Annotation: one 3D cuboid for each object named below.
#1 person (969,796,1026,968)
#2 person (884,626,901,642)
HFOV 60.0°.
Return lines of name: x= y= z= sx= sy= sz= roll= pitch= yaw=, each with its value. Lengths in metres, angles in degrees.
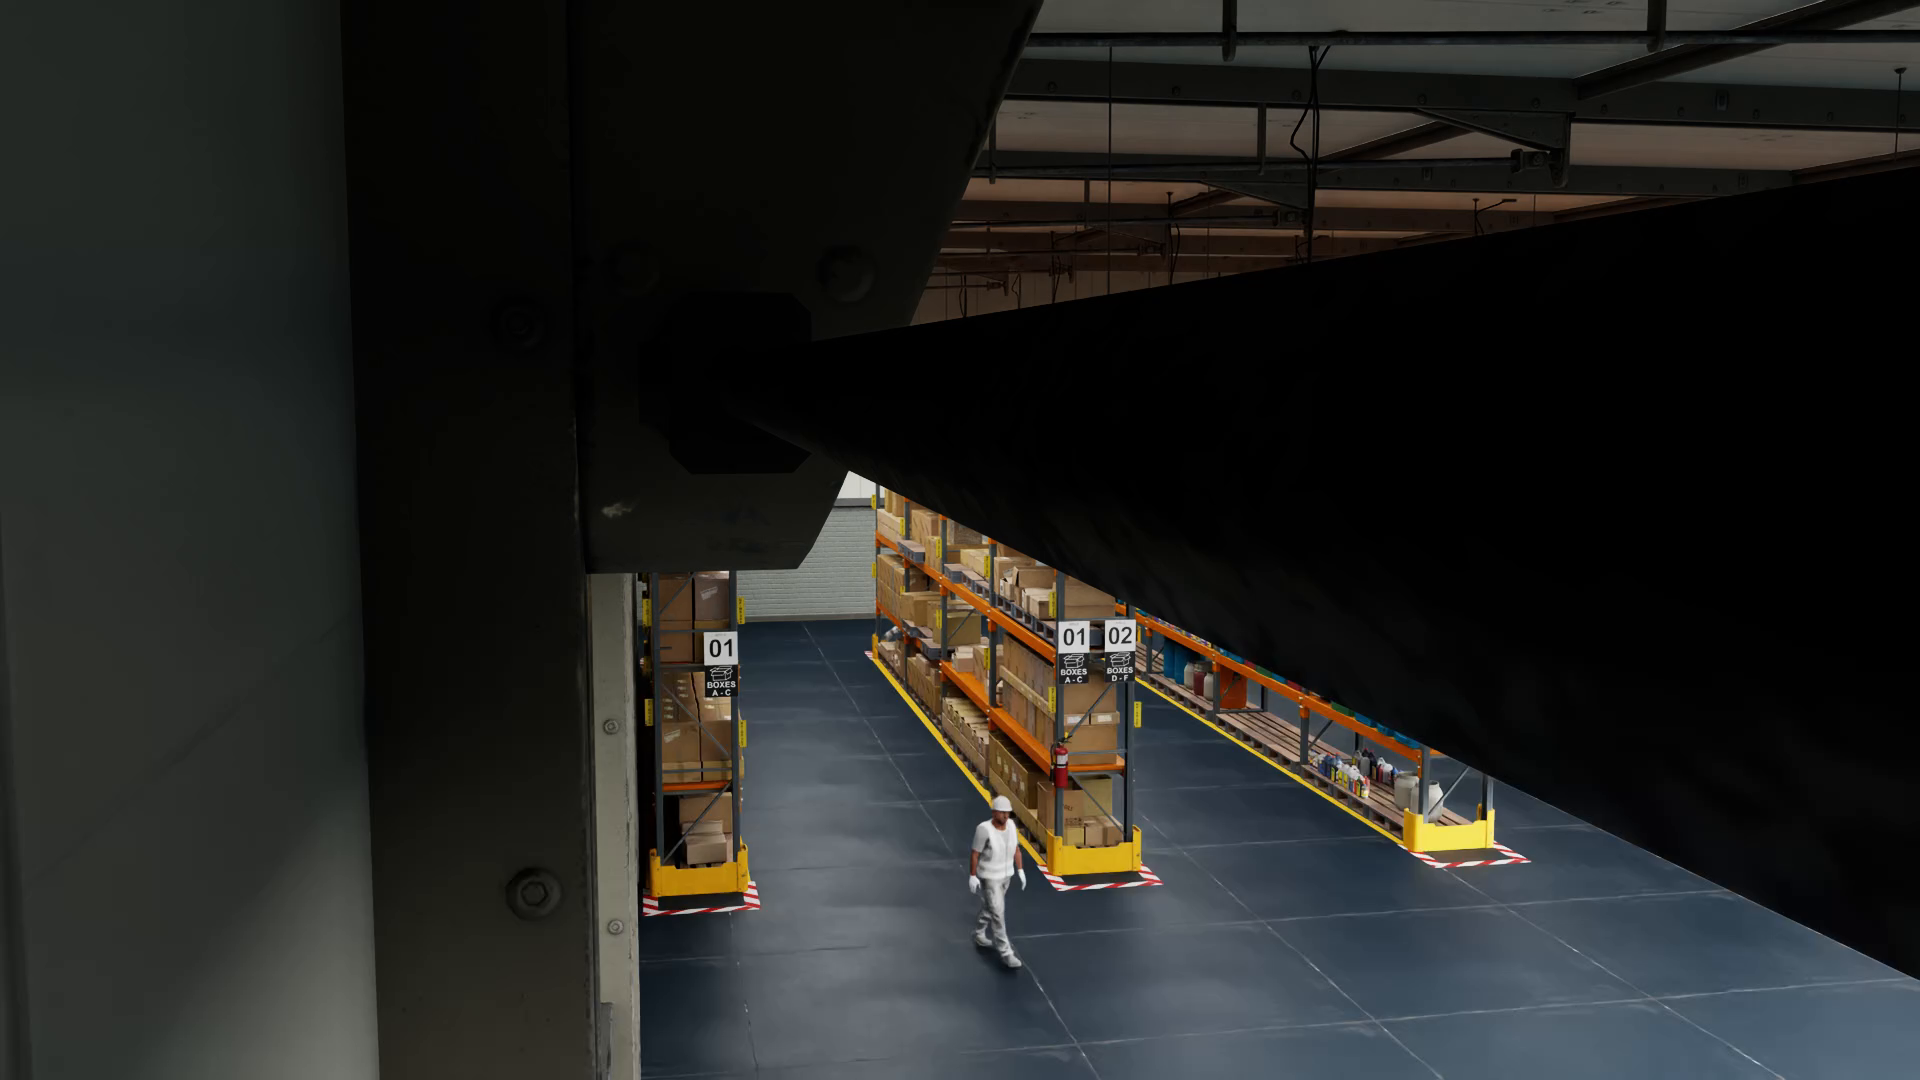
person: x=0.438 y=3.605 z=17.874 sx=0.993 sy=1.725 sz=0.574 roll=6 pitch=8 yaw=44
person: x=-1.360 y=1.564 z=37.761 sx=0.717 sy=1.781 sz=0.602 roll=0 pitch=6 yaw=3
